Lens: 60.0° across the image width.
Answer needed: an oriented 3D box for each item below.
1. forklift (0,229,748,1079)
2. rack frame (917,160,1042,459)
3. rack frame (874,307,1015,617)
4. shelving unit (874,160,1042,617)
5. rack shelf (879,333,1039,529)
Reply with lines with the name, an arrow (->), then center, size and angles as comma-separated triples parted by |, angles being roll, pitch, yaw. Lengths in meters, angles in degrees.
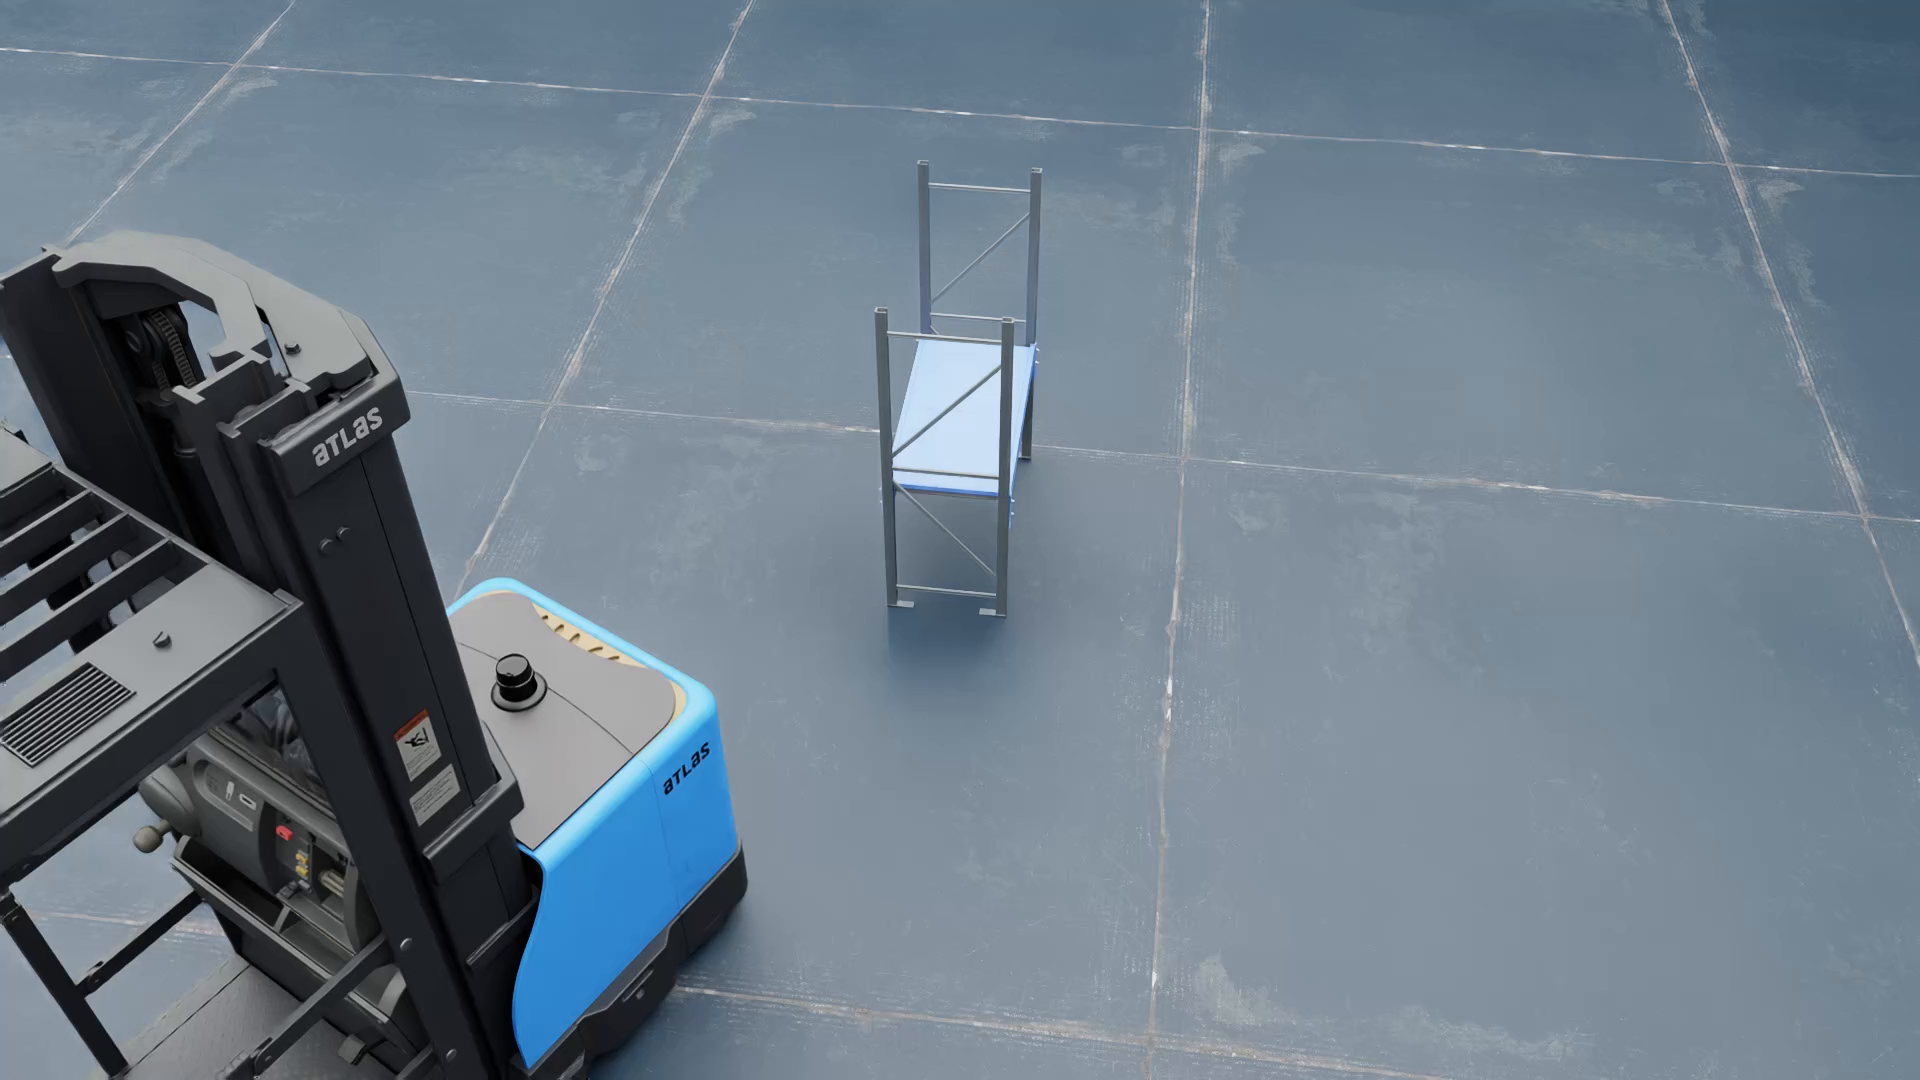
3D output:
forklift -> -1.998, 0.839, 4.232 | 1.130, 2.935, 3.031 | 25, 49, 24
rack frame -> 0.078, -0.949, 7.162 | 0.500, 1.500, 0.032 | 5, 44, 6
rack frame -> -0.056, -0.256, 6.430 | 0.500, 1.500, 0.032 | 5, 44, 6
shelving unit -> 0.011, -0.603, 6.796 | 0.538, 1.500, 1.048 | 5, 44, 6
rack shelf -> 0.011, -0.472, 6.919 | 0.538, 0.185, 1.000 | 5, 44, 6
